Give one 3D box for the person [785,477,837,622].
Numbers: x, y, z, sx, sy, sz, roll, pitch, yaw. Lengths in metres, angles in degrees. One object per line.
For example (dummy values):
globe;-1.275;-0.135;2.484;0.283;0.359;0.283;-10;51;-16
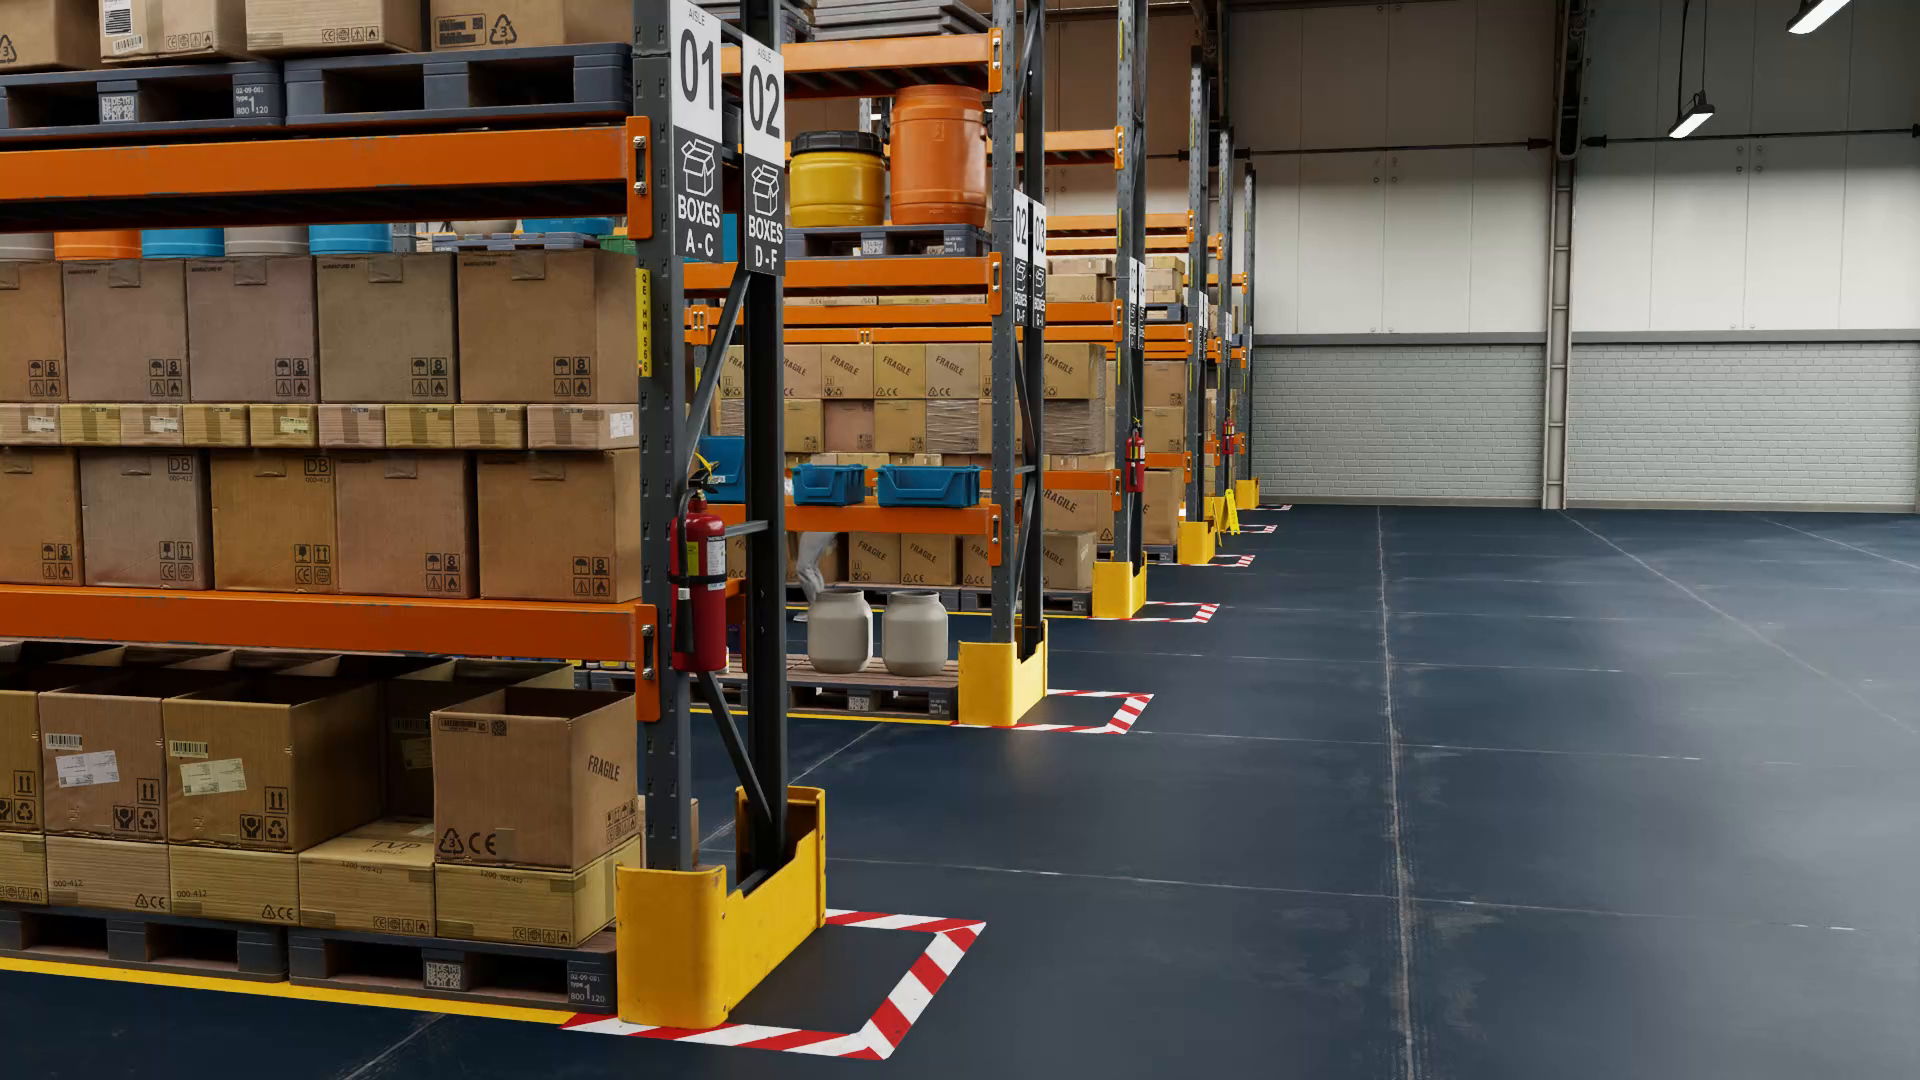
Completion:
person;-1.473;0.001;14.686;0.814;1.428;0.404;1;5;12
